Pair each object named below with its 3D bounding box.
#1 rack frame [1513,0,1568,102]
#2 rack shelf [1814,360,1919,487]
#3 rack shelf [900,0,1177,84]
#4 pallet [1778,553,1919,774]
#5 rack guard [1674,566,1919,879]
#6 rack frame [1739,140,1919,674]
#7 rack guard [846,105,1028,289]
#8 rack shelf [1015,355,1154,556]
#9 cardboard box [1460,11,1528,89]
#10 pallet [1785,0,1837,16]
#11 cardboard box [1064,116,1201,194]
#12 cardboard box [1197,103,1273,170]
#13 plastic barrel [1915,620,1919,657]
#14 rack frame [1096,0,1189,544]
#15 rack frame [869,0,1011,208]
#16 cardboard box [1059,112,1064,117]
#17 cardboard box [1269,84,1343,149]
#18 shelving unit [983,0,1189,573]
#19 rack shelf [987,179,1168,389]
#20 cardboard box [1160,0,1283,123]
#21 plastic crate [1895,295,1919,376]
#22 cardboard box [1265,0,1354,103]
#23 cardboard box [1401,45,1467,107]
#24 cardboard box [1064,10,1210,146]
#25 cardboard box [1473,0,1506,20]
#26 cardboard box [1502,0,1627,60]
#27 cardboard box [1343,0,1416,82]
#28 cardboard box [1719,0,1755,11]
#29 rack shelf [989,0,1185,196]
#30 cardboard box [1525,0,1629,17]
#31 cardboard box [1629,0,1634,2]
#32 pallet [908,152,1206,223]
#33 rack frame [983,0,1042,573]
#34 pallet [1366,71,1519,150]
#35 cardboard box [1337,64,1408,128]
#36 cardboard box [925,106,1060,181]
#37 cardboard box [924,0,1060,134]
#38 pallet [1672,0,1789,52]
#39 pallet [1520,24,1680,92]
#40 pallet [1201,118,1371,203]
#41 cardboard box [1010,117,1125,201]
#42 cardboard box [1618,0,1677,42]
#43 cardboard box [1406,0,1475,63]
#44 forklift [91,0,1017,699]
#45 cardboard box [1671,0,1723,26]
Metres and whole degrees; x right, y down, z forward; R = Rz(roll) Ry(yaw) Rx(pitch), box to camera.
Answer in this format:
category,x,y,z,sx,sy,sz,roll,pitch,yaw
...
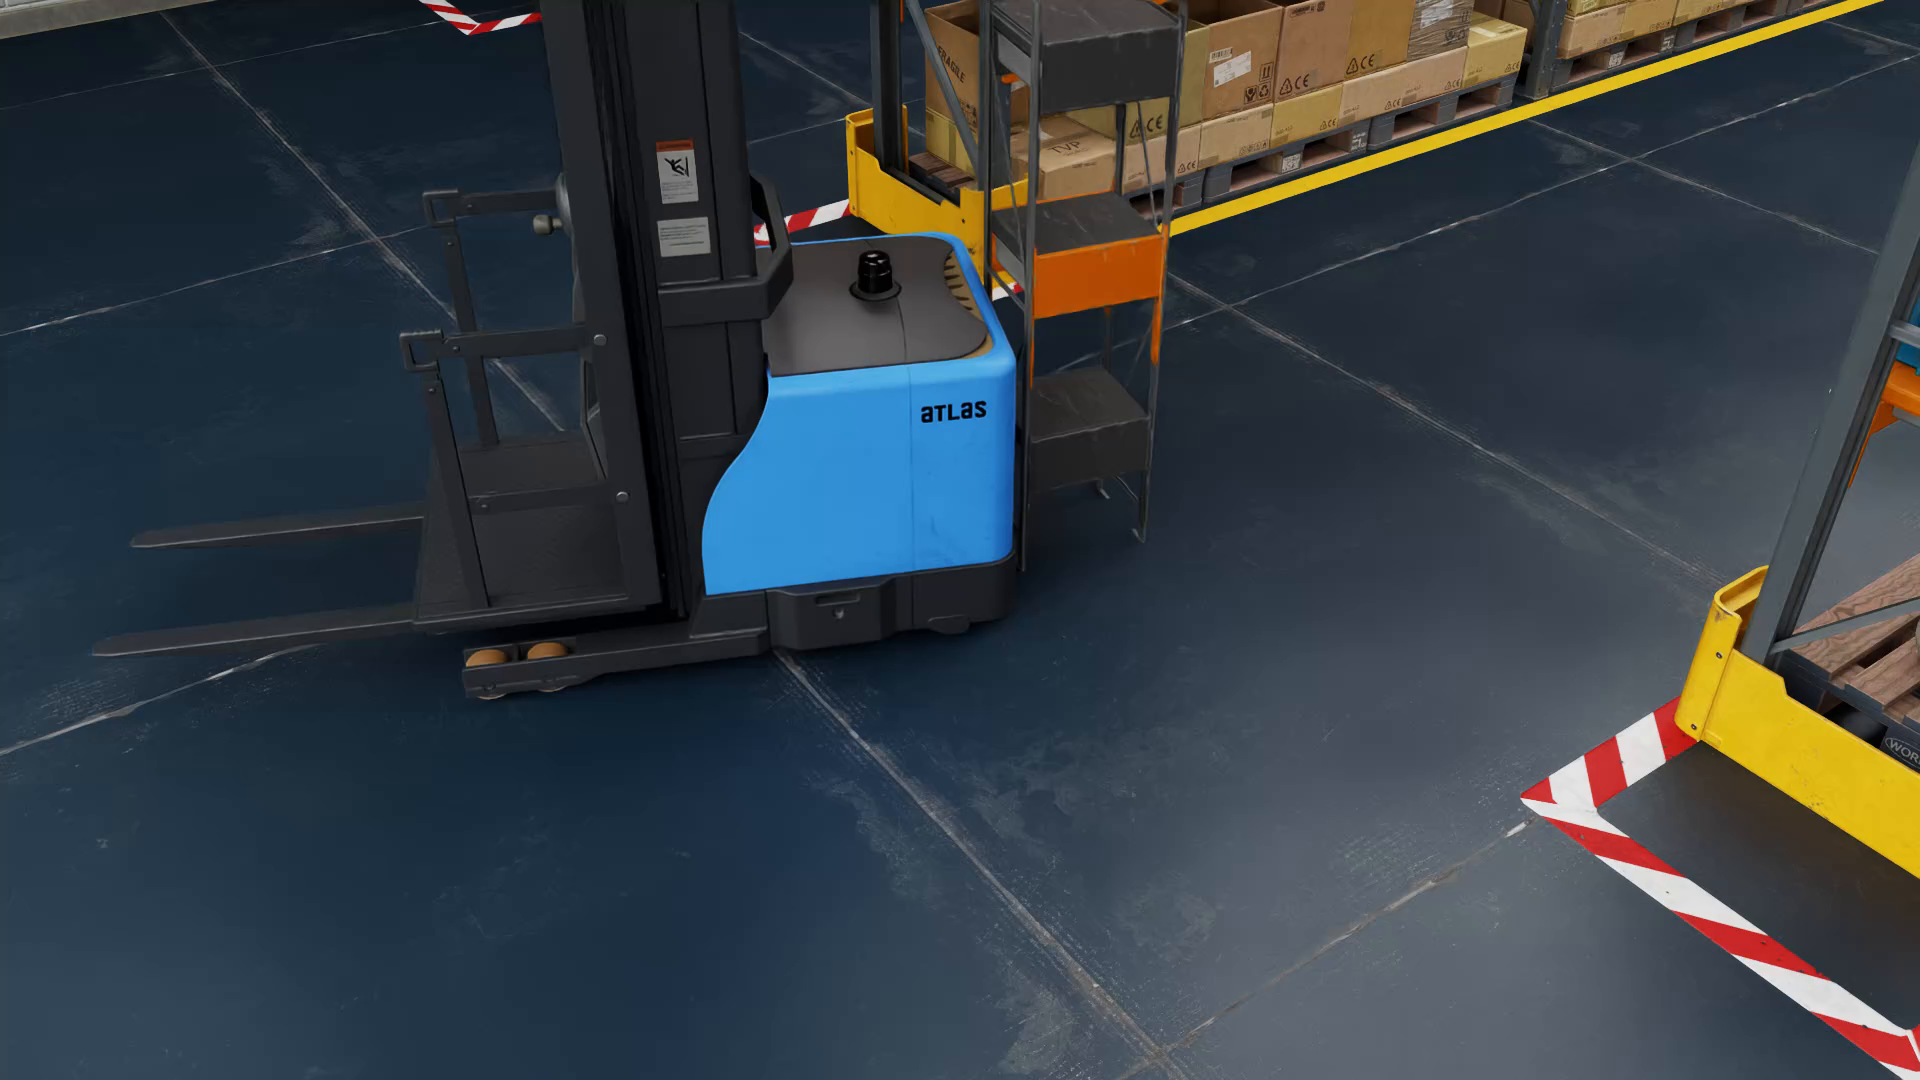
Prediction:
category,x,y,z,sx,sy,sz,roll,pitch,yaw
rack frame,3.167,-4.072,9.343,0.127,3.000,1.000,-22,41,-28
rack shelf,4.382,-0.742,5.329,4.000,0.370,1.077,-22,41,-28
rack shelf,1.532,-3.107,8.617,4.000,0.370,1.077,-22,41,-28
pallet,3.450,0.452,5.441,1.213,0.211,1.003,-22,41,-28
rack guard,2.783,0.605,4.980,0.348,0.500,1.175,-22,41,-28
rack frame,2.748,-0.361,4.183,0.127,3.000,1.000,-22,41,-28
rack guard,-0.122,-1.704,8.191,0.348,0.500,1.175,-22,41,-28
rack shelf,0.387,-0.316,6.113,0.480,0.518,0.431,-13,38,-17
cardboard box,2.914,-2.866,9.661,0.500,0.250,0.500,-22,41,-28
pallet,5.741,-4.027,11.669,1.213,0.211,1.003,-22,41,-28
cardboard box,0.870,-2.025,8.492,0.500,0.250,0.500,-22,41,-28
cardboard box,1.279,-2.193,8.725,0.500,0.250,0.500,-22,41,-28
plastic barrel,3.242,0.220,5.146,0.421,0.512,0.421,0,36,0
rack frame,0.615,-0.946,5.768,0.015,2.100,0.400,-13,38,-17
rack frame,-0.103,-2.727,7.472,0.127,3.000,1.000,-22,41,-28
cardboard box,0.567,-2.276,8.841,0.500,0.250,0.500,-22,41,-28
cardboard box,1.691,-2.359,8.956,0.500,0.250,0.500,-22,41,-28
shelving unit,0.387,-0.895,5.696,0.503,2.100,0.431,-13,38,-17
rack shelf,0.387,-0.884,5.704,0.480,0.518,0.431,-13,38,-17
cardboard box,1.273,-2.503,8.514,0.500,0.500,0.500,-22,41,-28
plastic crate,2.984,-0.612,4.659,0.616,0.251,0.499,-22,41,-28
cardboard box,1.691,-2.663,8.736,0.500,0.500,0.500,-22,41,-28
cardboard box,2.499,-2.702,9.434,0.500,0.250,0.500,-22,41,-28
cardboard box,0.871,-2.329,8.272,0.500,0.500,0.500,-22,41,-28
cardboard box,3.339,-3.404,10.409,0.500,0.250,0.500,-23,42,-28
cardboard box,3.639,-3.144,10.047,0.500,0.250,0.500,-23,42,-29
cardboard box,2.092,-2.838,8.980,0.500,0.500,0.500,-22,41,-28
cardboard box,4.896,-3.661,10.767,0.500,0.250,0.500,-22,41,-27
rack shelf,0.387,-1.452,5.295,0.480,0.518,0.431,-13,38,-17
cardboard box,3.648,-3.374,9.887,0.500,0.311,0.500,-22,41,-28
cardboard box,4.060,-3.540,10.118,0.500,0.311,0.500,-23,42,-28
pallet,0.498,-1.872,8.672,1.213,0.211,1.003,-22,41,-28
rack frame,0.160,-0.843,5.624,0.015,2.100,0.400,-13,38,-17
pallet,2.493,-2.693,9.813,1.213,0.211,1.003,-22,41,-28
cardboard box,2.099,-2.527,9.190,0.500,0.250,0.500,-22,41,-28
cardboard box,0.165,-2.102,8.599,0.500,0.250,0.500,-22,41,-28
cardboard box,0.164,-2.408,8.382,0.500,0.500,0.500,-22,41,-28
pallet,4.745,-3.619,11.101,1.213,0.211,1.003,-22,41,-28
pallet,3.747,-3.206,10.527,1.213,0.211,1.003,-22,41,-28
pallet,1.495,-2.280,9.239,1.213,0.211,1.003,-22,41,-28
cardboard box,0.464,-1.855,8.256,0.500,0.250,0.500,-22,41,-28
cardboard box,4.058,-3.315,10.285,0.500,0.250,0.500,-21,41,-27
cardboard box,2.498,-3.008,9.216,0.500,0.500,0.500,-22,41,-28
forklift,-1.376,-0.998,5.127,3.031,2.935,1.130,-6,36,-9
cardboard box,4.480,-3.491,10.530,0.500,0.250,0.500,-24,42,-29
